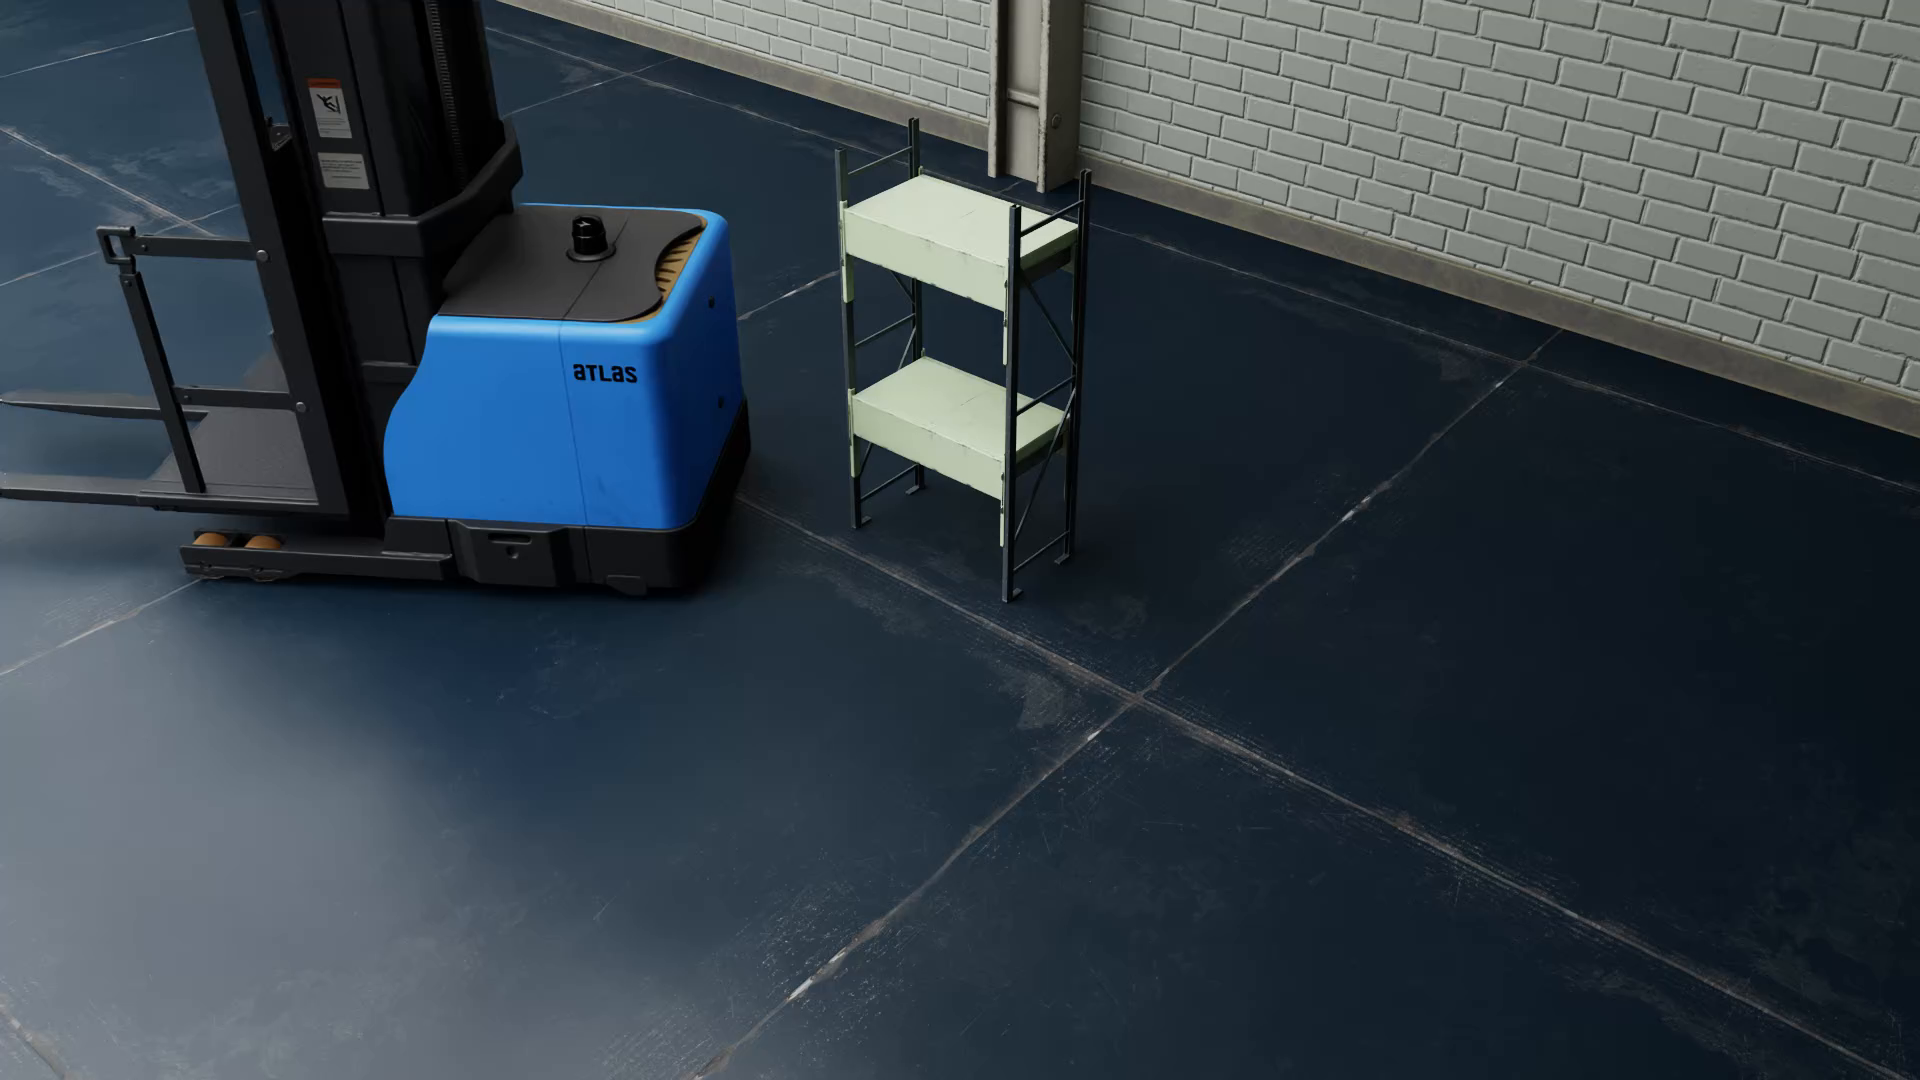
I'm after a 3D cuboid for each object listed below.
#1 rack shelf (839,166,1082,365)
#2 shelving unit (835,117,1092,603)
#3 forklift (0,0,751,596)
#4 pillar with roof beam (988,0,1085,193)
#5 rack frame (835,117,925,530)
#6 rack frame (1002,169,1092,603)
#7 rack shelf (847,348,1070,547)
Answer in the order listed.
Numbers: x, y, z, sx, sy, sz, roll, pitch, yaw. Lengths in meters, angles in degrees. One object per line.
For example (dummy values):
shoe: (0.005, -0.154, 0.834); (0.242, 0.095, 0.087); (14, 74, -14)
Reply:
rack shelf: (0.005, -0.938, 5.601); (0.720, 0.370, 0.431); (25, 42, 32)
shelving unit: (0.005, -0.616, 5.822); (0.755, 1.500, 0.431); (25, 42, 32)
forklift: (-2.384, -1.350, 5.627); (3.031, 2.935, 1.130); (3, 35, 4)
pillar with roof beam: (-2.353, -3.847, 3.902); (0.400, 9.000, 9.100); (25, 42, 32)
rack frame: (-0.276, -0.748, 6.015); (0.023, 1.500, 0.400); (25, 42, 32)
rack frame: (0.286, -0.483, 5.629); (0.023, 1.500, 0.400); (25, 42, 32)
rack shelf: (0.005, -0.347, 6.006); (0.720, 0.370, 0.431); (25, 42, 32)
